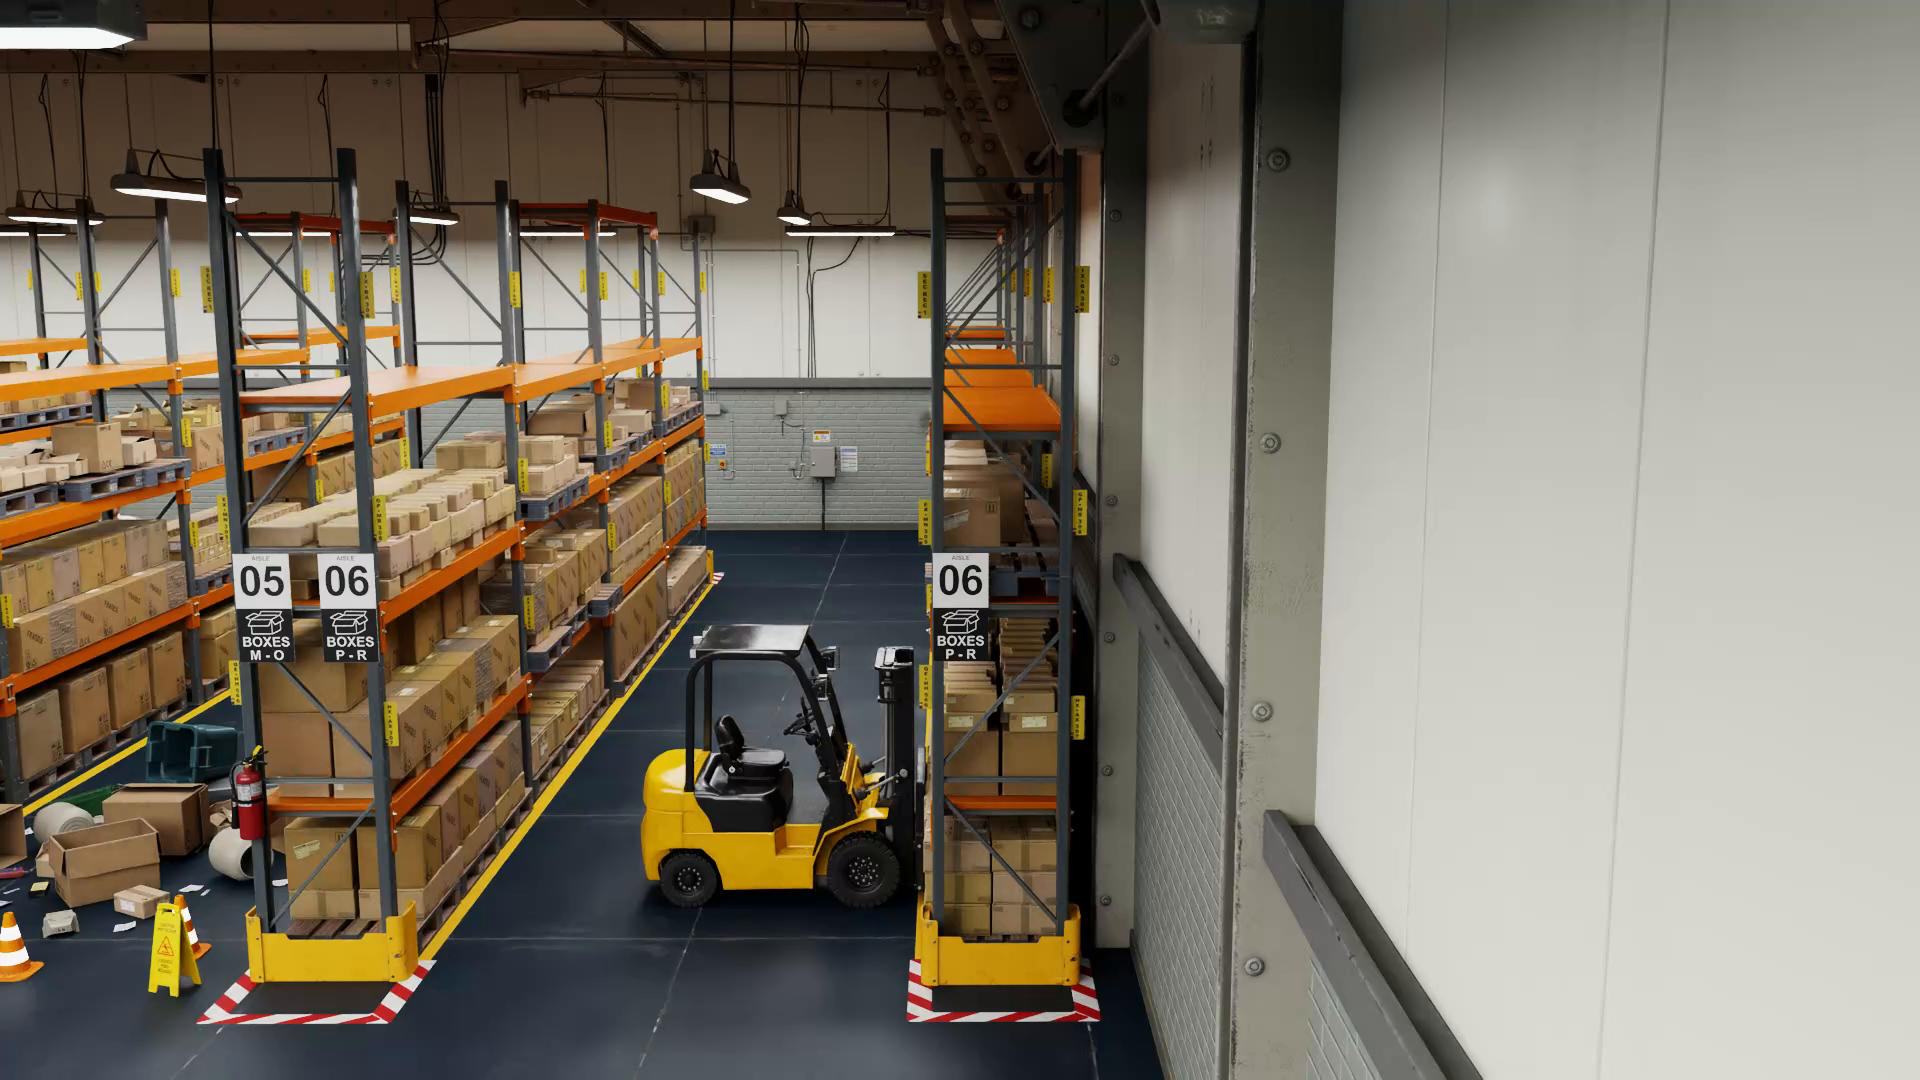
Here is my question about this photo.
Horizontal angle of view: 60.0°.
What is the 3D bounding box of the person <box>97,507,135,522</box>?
[{"bbox_3d":[-12.788,0.280,25.201,0.694,1.763,0.673,-1,9,-8],"label":"person"}]
